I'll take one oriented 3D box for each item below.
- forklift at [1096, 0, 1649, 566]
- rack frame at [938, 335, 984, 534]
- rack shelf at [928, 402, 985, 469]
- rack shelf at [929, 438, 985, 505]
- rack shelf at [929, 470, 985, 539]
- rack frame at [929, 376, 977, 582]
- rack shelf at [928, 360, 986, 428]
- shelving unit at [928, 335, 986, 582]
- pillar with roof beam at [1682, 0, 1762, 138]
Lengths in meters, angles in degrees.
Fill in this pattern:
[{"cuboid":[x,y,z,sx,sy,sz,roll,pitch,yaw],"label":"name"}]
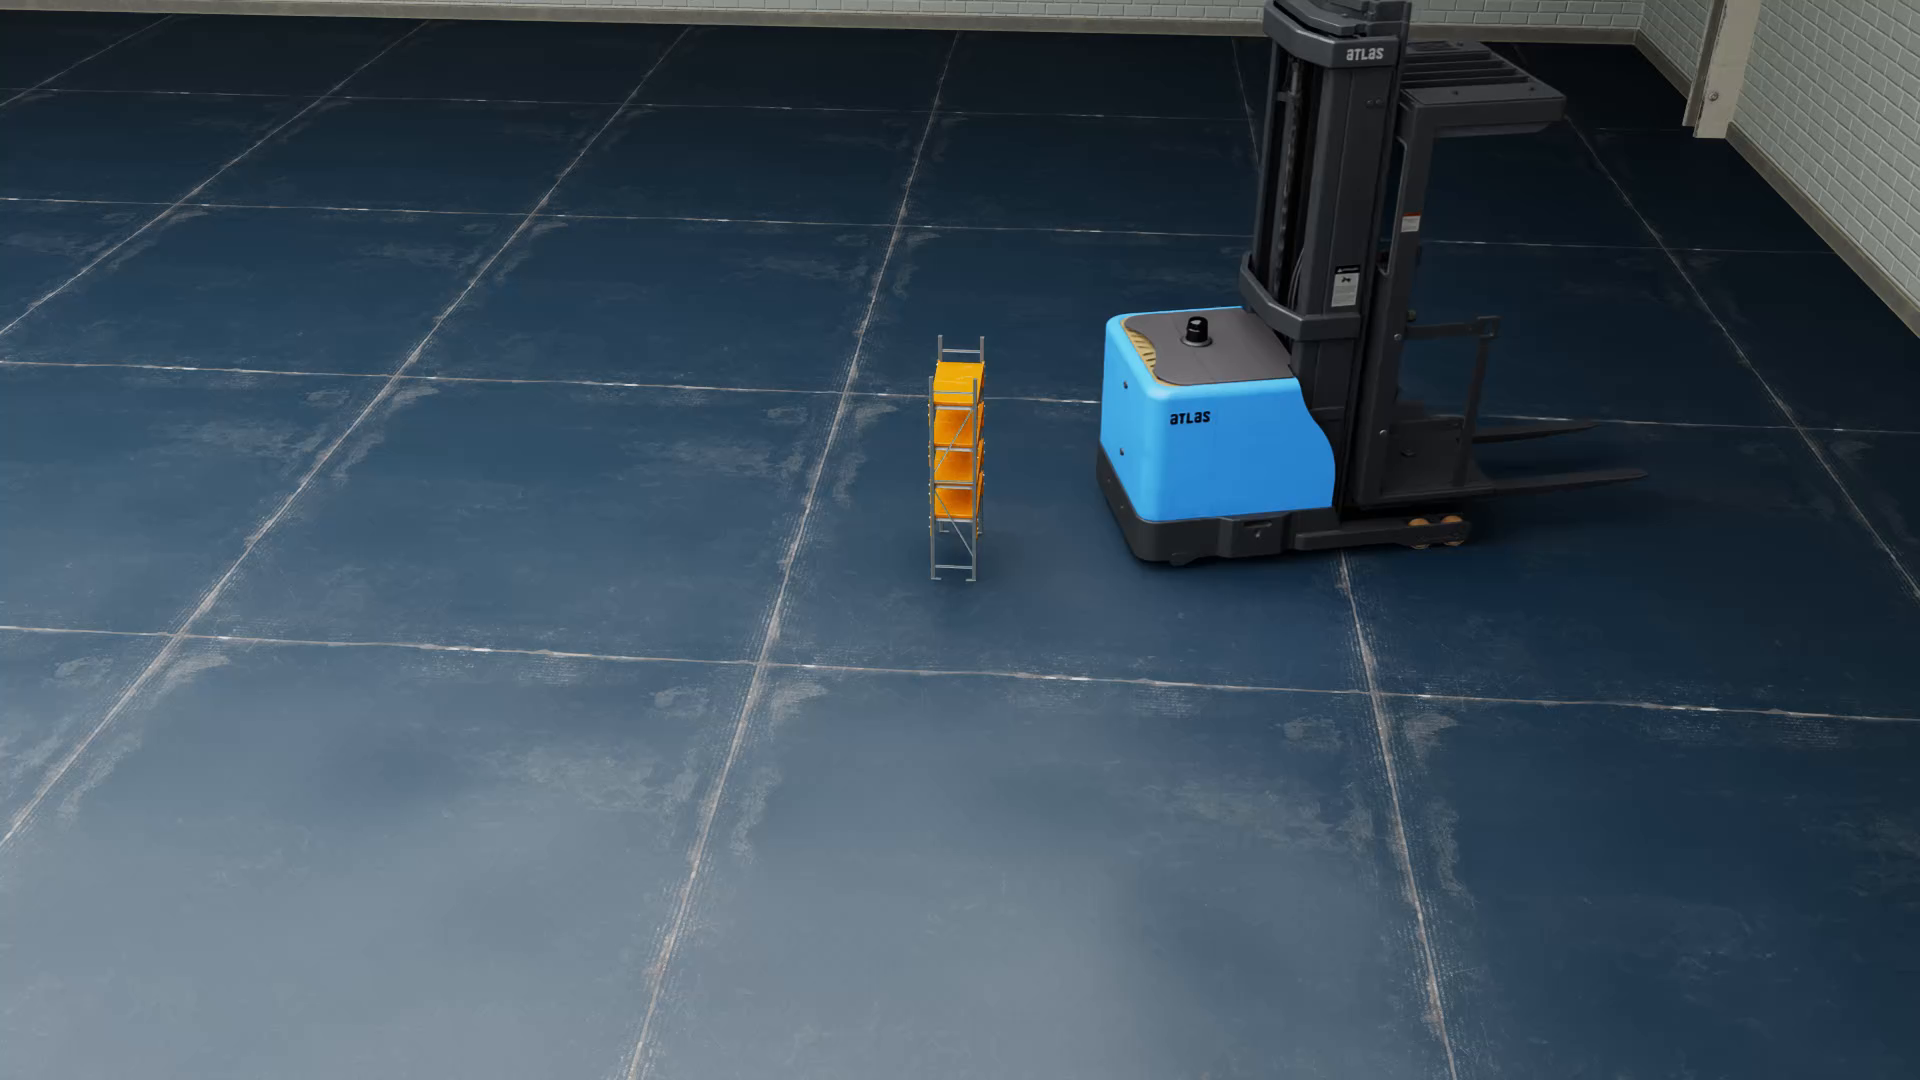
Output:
[{"cuboid":[2.361,-1.466,8.836,3.031,2.935,1.130,-5,32,-8],"label":"forklift"},{"cuboid":[0.006,-0.552,9.002,0.240,1.200,0.015,2,32,4],"label":"rack frame"},{"cuboid":[-0.013,-0.557,8.713,0.258,0.148,0.480,2,32,4],"label":"rack shelf"},{"cuboid":[-0.013,-0.367,8.830,0.258,0.148,0.480,2,32,4],"label":"rack shelf"},{"cuboid":[-0.013,-0.198,8.934,0.258,0.148,0.480,2,32,4],"label":"rack shelf"},{"cuboid":[-0.033,-0.297,8.588,0.240,1.200,0.015,2,32,4],"label":"rack frame"},{"cuboid":[-0.013,-0.759,8.589,0.258,0.148,0.480,2,32,4],"label":"rack shelf"},{"cuboid":[-0.013,-0.424,8.795,0.258,1.200,0.503,2,32,4],"label":"shelving unit"},{"cuboid":[2.607,-7.800,13.330,9.100,9.000,0.400,2,32,4],"label":"pillar with roof beam"}]
